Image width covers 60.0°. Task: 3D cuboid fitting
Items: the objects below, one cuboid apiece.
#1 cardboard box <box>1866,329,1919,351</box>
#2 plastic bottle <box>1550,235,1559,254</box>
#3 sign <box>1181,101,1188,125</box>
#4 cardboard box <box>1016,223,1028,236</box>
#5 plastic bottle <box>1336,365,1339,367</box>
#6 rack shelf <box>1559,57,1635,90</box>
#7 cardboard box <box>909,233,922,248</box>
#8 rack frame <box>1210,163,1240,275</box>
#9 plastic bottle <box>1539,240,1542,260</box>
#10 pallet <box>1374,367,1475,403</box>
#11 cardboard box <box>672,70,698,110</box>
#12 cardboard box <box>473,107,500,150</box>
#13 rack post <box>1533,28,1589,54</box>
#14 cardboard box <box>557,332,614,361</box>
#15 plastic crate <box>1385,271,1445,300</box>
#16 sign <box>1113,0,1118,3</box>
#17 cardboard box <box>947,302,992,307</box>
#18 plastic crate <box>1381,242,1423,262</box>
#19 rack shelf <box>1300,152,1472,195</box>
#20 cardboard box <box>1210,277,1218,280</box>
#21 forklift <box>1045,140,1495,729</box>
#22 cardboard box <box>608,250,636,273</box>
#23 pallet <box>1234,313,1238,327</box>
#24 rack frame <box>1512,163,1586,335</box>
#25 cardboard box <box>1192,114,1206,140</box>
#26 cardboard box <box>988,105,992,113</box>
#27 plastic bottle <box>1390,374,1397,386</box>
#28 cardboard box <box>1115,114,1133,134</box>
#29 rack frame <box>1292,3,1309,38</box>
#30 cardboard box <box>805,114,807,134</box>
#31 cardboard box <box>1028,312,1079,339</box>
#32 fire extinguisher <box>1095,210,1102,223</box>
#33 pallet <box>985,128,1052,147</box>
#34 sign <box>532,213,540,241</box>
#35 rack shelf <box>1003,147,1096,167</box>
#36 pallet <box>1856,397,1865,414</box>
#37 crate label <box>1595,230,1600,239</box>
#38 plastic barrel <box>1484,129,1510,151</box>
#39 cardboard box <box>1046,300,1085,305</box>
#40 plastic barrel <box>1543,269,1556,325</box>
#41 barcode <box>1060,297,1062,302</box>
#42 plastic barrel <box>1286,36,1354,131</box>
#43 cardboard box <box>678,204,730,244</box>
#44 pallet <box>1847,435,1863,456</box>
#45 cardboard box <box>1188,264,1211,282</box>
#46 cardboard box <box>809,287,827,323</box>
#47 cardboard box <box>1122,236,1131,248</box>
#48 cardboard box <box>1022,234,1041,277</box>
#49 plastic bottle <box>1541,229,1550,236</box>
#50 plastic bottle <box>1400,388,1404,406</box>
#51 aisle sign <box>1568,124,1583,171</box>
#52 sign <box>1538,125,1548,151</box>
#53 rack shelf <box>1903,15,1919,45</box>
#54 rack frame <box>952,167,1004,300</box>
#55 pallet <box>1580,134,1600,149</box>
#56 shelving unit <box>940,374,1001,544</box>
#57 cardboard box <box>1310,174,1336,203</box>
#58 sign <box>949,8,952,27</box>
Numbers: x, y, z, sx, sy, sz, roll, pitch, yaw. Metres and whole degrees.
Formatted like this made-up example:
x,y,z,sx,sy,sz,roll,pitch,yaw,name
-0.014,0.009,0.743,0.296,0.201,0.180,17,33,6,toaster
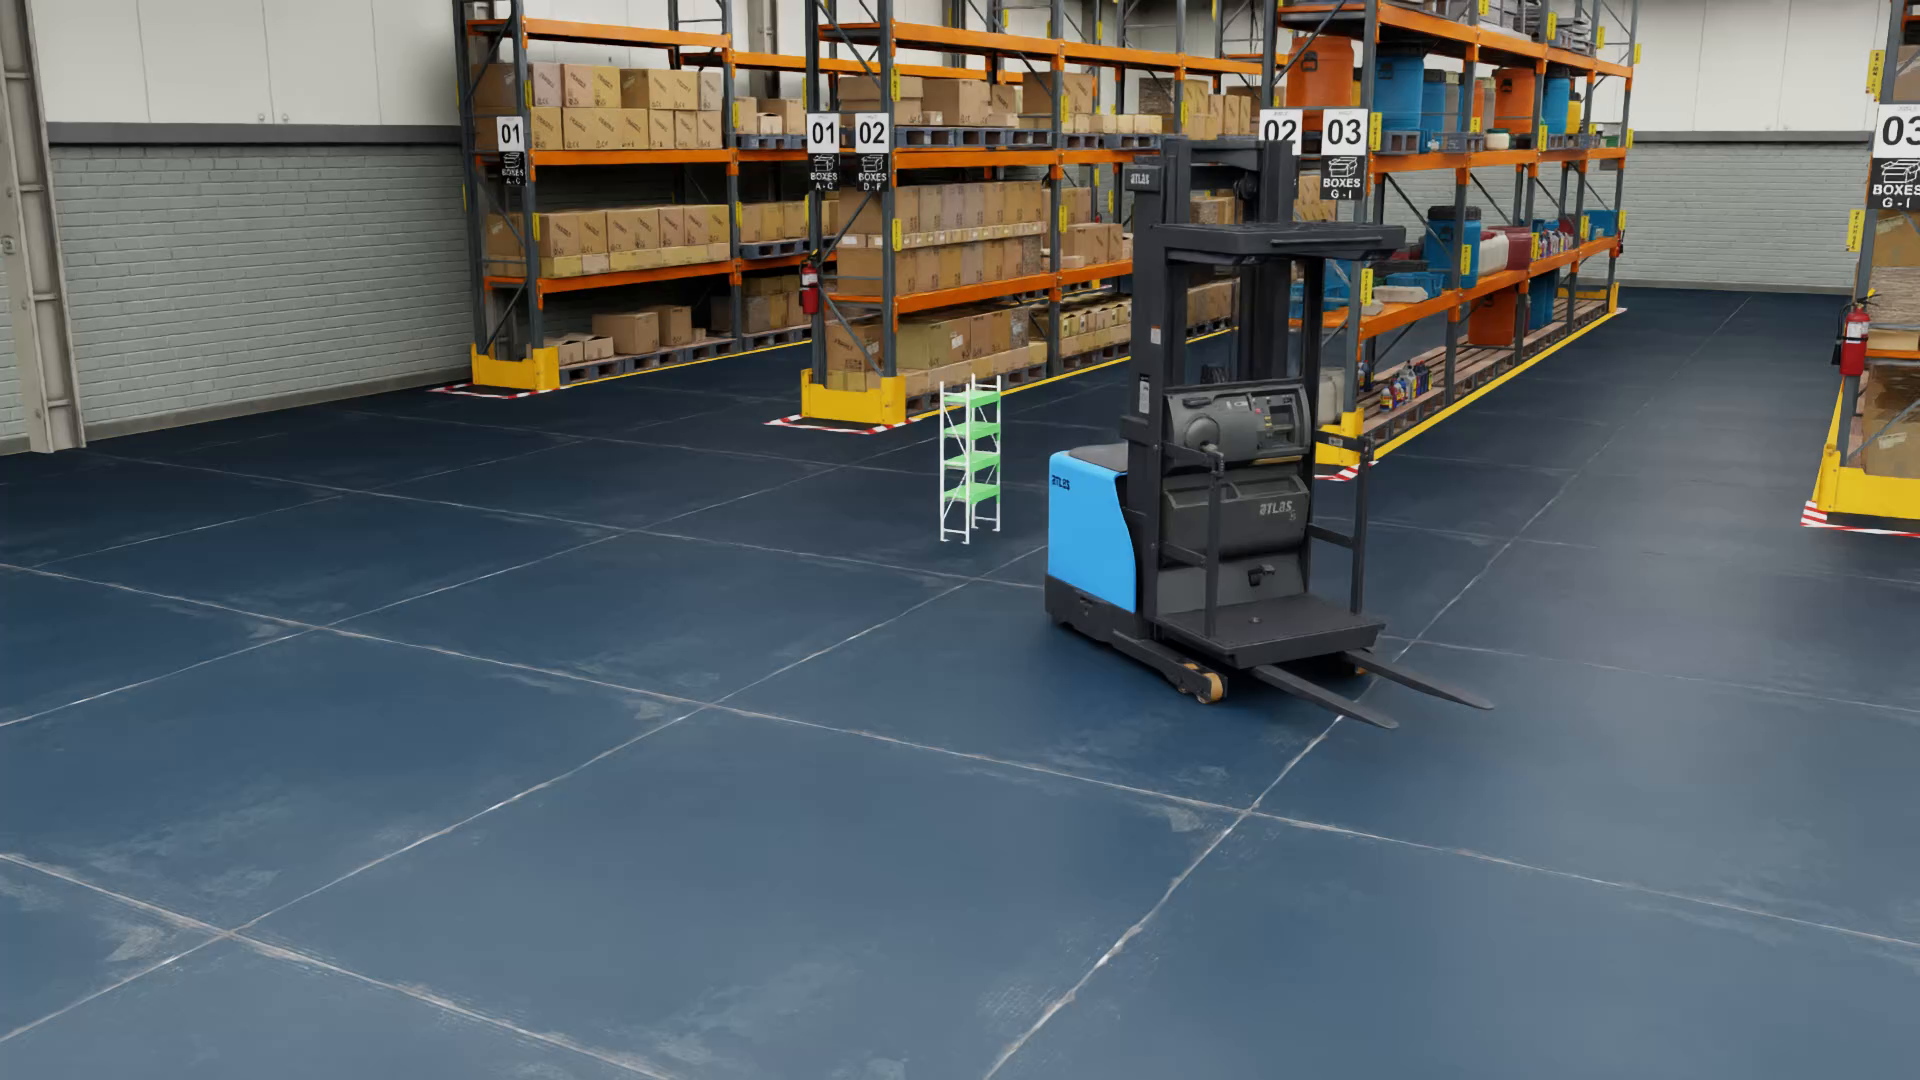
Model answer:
x,y,z,sx,sy,sz,roll,pitch,yaw,name
7.486,-1.613,13.362,0.380,0.149,0.250,7,15,28,cardboard box
8.667,-4.321,24.320,0.152,0.276,0.135,7,15,28,plastic bottle
3.208,-6.102,23.770,0.100,0.325,0.005,7,15,28,sign
0.603,-3.777,20.202,0.380,0.149,0.250,7,15,26,cardboard box
4.077,-1.717,17.969,0.144,0.351,0.185,7,15,28,plastic bottle
9.961,-7.459,26.663,1.077,0.370,4.000,7,15,28,rack shelf
-0.637,-3.251,18.022,0.380,0.149,0.250,7,15,27,cardboard box
4.660,-5.239,27.864,1.000,3.000,0.127,7,15,28,rack frame
8.080,-4.056,23.232,0.097,0.271,0.097,0,14,0,plastic bottle
5.473,-1.845,19.738,1.003,0.211,1.213,7,15,28,pallet
-3.807,-5.913,21.870,0.500,0.500,0.500,8,16,31,cardboard box
-5.499,-4.968,20.085,0.500,0.500,0.500,9,16,32,cardboard box
8.127,-6.921,23.106,0.937,0.300,0.954,9,16,34,rack post
-4.790,-2.493,21.272,0.500,0.311,0.500,9,16,33,cardboard box
4.830,-2.705,17.672,0.499,0.251,0.616,7,15,28,plastic crate
2.247,-7.887,23.884,0.100,0.325,0.005,7,15,28,sign
0.060,-2.666,20.564,0.500,0.500,0.500,7,15,28,cardboard box
5.093,-3.201,19.273,0.402,0.464,0.583,7,15,28,plastic crate
4.160,-3.734,16.755,1.077,0.370,4.000,7,15,28,rack shelf
3.965,-4.055,27.349,0.500,0.500,0.500,8,16,29,cardboard box
1.650,-0.667,9.046,1.130,2.935,3.031,-7,15,-26,forklift
-4.475,-3.550,21.137,0.500,0.250,0.500,7,15,27,cardboard box
4.300,-3.712,27.480,1.003,0.211,1.213,7,15,28,pallet
8.994,-4.677,25.533,1.000,3.000,0.127,7,15,28,rack frame
3.154,-6.123,24.917,0.910,0.500,0.500,7,15,28,cardboard box
0.057,-5.100,19.885,0.500,0.311,0.500,6,15,25,cardboard box
4.644,-1.637,17.783,0.061,0.283,0.133,7,15,28,plastic bottle
2.032,-5.682,22.728,0.500,0.250,0.500,7,15,27,cardboard box
6.594,-8.976,30.565,1.000,3.000,0.127,7,15,28,rack frame
-2.320,-6.241,25.359,0.797,0.503,0.637,10,17,36,cardboard box
1.211,-2.794,21.497,0.500,0.311,0.500,7,15,28,cardboard box
2.733,-6.380,33.557,0.296,0.674,0.183,7,15,28,fire extinguisher
0.403,-4.835,19.976,1.003,0.211,1.213,7,15,28,pallet
-5.004,-3.697,19.620,0.100,0.325,0.005,7,15,28,sign
1.289,-7.318,31.623,1.077,0.370,4.000,7,15,28,rack shelf
9.838,-1.279,17.387,1.003,0.211,1.213,7,15,28,pallet
10.426,-5.093,27.693,0.396,0.136,0.243,7,15,28,crate label
6.650,-4.960,20.601,0.301,0.262,0.301,0,14,0,plastic barrel
1.473,-3.165,23.037,0.500,0.311,0.500,7,15,27,cardboard box
8.717,-3.751,25.274,0.600,0.901,0.708,7,15,28,plastic barrel
1.281,-3.068,21.206,0.001,0.075,0.075,7,15,28,barcode
3.317,-4.200,15.343,0.600,0.830,0.708,7,15,28,plastic barrel
-3.503,-4.327,22.760,0.500,0.500,0.500,7,15,28,cardboard box
8.580,-0.726,15.093,1.003,0.211,1.213,7,15,28,pallet
3.730,-4.325,26.869,0.500,0.250,0.500,7,15,28,cardboard box
-2.480,-3.626,25.569,0.700,0.500,0.500,7,15,28,cardboard box
2.125,-4.213,23.800,0.500,0.311,0.500,7,15,27,cardboard box
0.584,-3.554,20.663,0.700,0.500,0.500,7,15,27,cardboard box
8.621,-4.406,24.513,0.144,0.351,0.185,7,15,28,plastic bottle
4.605,-1.516,17.454,0.097,0.201,0.097,0,14,0,plastic bottle
10.703,-6.810,28.833,0.394,0.787,0.004,7,15,28,aisle sign
7.546,-5.203,21.537,0.100,0.325,0.005,7,15,28,sign
10.430,-5.257,17.527,1.077,0.370,4.000,7,15,28,rack shelf
0.322,-5.799,30.188,1.000,3.000,0.127,7,15,28,rack frame
8.701,-5.871,24.490,1.213,0.211,1.003,7,15,28,pallet
0.080,-0.617,12.534,0.258,1.200,0.503,7,15,28,shelving unit
6.619,-6.472,30.631,0.500,0.500,0.500,7,15,28,cardboard box
-0.152,-9.315,29.639,0.100,0.325,0.005,7,15,28,sign
